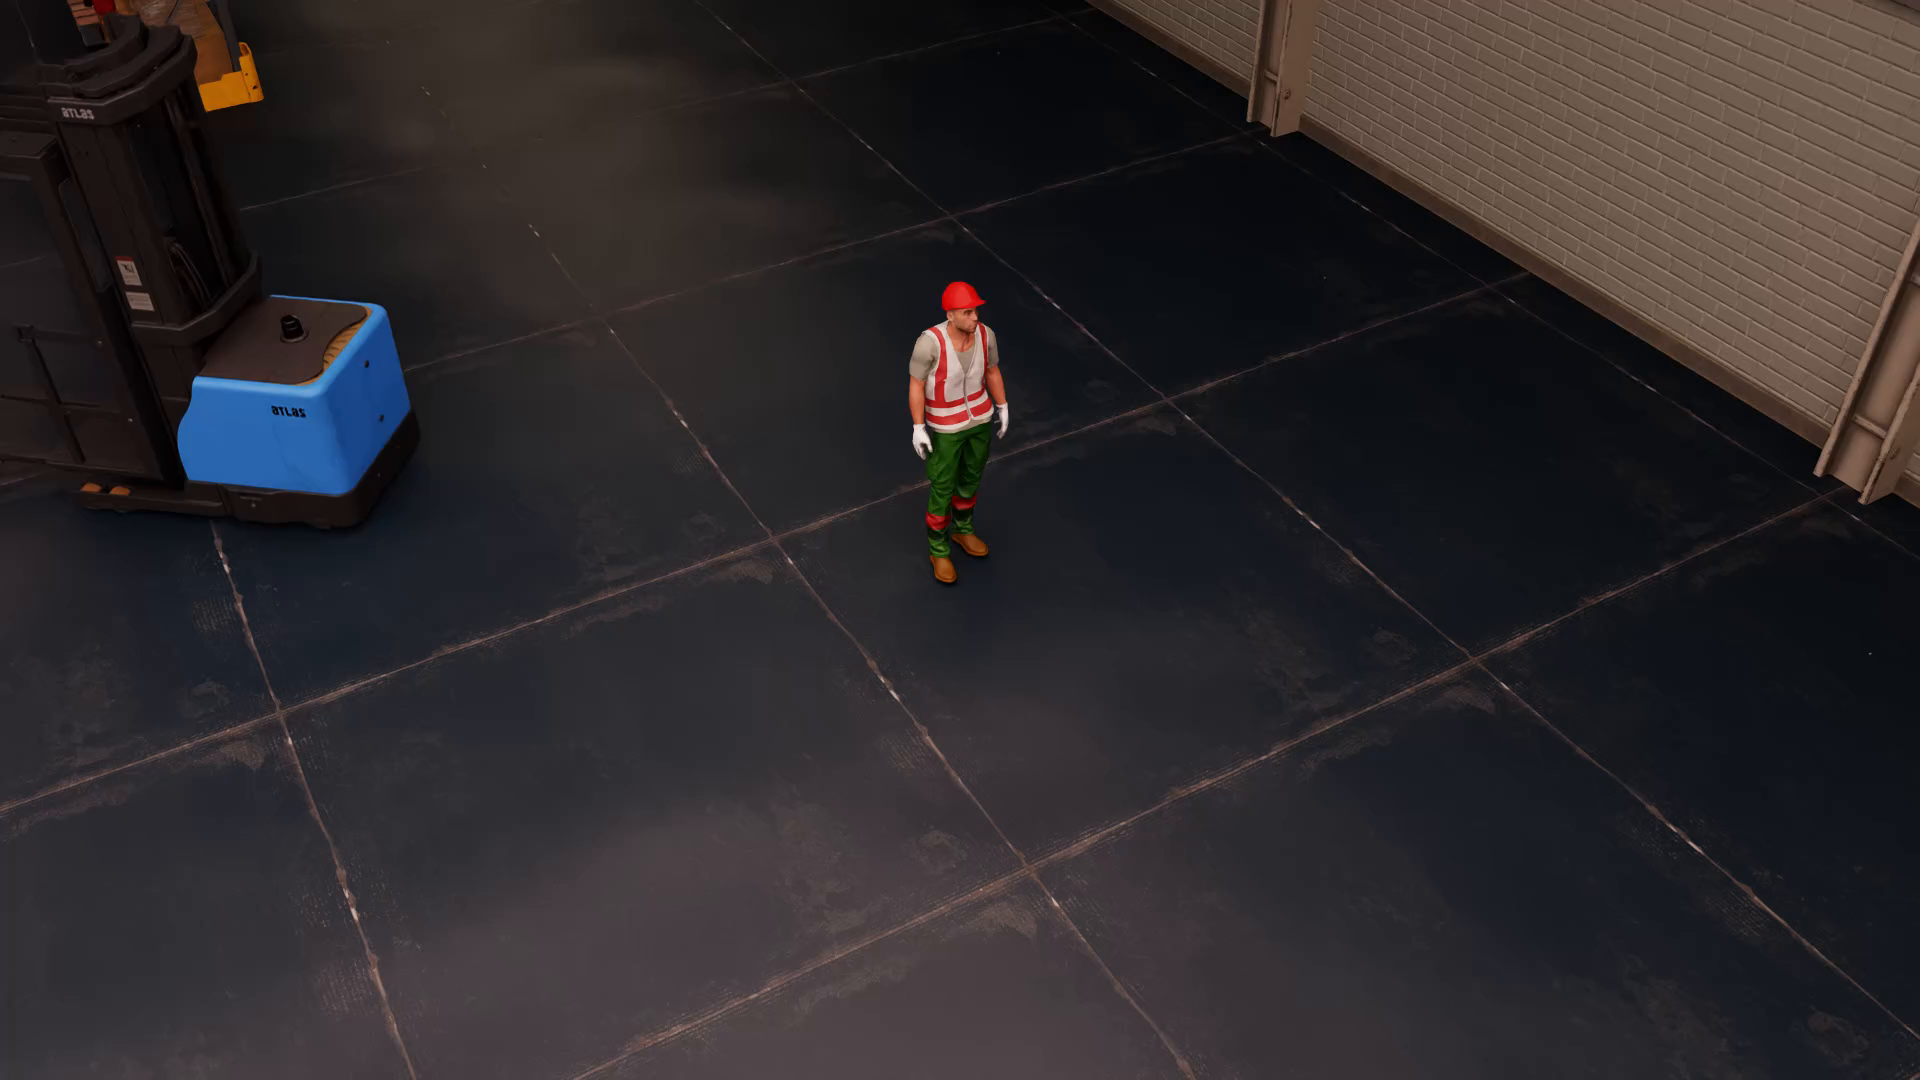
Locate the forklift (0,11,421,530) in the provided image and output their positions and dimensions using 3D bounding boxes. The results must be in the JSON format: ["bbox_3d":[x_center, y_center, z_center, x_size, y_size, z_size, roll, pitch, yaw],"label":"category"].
[{"bbox_3d":[-5.144,-1.629,10.000,3.031,2.935,1.130,6,40,7],"label":"forklift"}]

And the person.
[{"bbox_3d":[0.030,-0.646,9.697,0.637,1.790,0.562,-20,44,-23],"label":"person"}]
